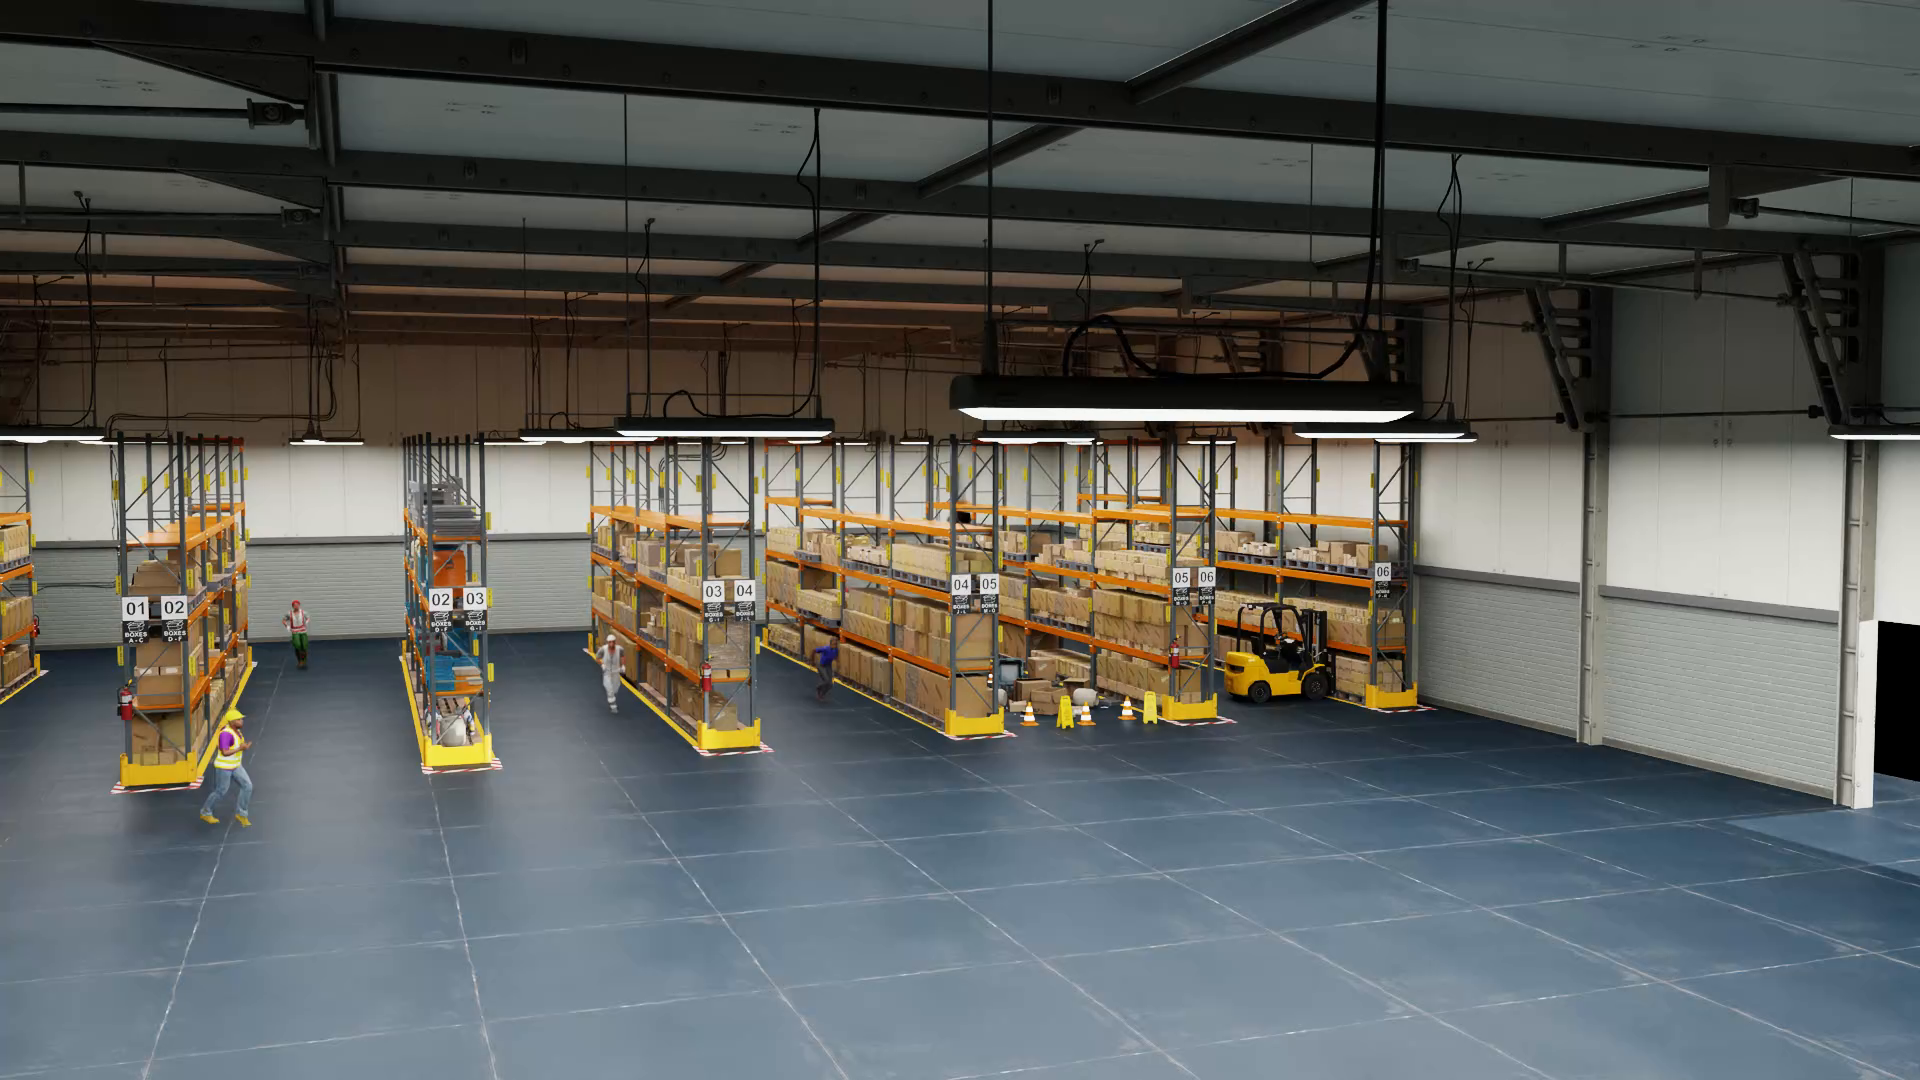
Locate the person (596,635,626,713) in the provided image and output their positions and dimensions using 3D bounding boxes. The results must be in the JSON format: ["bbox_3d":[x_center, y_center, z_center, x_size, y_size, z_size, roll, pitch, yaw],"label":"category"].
[{"bbox_3d":[-7.570,2.888,36.069,0.654,1.712,0.810,-1,3,-14],"label":"person"}]

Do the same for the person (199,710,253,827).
[{"bbox_3d":[-11.052,3.471,25.057,0.861,1.833,0.673,0,3,4],"label":"person"}]

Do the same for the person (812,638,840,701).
[{"bbox_3d":[-3.016,2.921,37.360,0.596,1.480,0.785,-3,4,-40],"label":"person"}]

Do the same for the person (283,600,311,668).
[{"bbox_3d":[-17.224,2.452,43.269,0.624,1.790,0.675,-2,4,-31],"label":"person"}]
